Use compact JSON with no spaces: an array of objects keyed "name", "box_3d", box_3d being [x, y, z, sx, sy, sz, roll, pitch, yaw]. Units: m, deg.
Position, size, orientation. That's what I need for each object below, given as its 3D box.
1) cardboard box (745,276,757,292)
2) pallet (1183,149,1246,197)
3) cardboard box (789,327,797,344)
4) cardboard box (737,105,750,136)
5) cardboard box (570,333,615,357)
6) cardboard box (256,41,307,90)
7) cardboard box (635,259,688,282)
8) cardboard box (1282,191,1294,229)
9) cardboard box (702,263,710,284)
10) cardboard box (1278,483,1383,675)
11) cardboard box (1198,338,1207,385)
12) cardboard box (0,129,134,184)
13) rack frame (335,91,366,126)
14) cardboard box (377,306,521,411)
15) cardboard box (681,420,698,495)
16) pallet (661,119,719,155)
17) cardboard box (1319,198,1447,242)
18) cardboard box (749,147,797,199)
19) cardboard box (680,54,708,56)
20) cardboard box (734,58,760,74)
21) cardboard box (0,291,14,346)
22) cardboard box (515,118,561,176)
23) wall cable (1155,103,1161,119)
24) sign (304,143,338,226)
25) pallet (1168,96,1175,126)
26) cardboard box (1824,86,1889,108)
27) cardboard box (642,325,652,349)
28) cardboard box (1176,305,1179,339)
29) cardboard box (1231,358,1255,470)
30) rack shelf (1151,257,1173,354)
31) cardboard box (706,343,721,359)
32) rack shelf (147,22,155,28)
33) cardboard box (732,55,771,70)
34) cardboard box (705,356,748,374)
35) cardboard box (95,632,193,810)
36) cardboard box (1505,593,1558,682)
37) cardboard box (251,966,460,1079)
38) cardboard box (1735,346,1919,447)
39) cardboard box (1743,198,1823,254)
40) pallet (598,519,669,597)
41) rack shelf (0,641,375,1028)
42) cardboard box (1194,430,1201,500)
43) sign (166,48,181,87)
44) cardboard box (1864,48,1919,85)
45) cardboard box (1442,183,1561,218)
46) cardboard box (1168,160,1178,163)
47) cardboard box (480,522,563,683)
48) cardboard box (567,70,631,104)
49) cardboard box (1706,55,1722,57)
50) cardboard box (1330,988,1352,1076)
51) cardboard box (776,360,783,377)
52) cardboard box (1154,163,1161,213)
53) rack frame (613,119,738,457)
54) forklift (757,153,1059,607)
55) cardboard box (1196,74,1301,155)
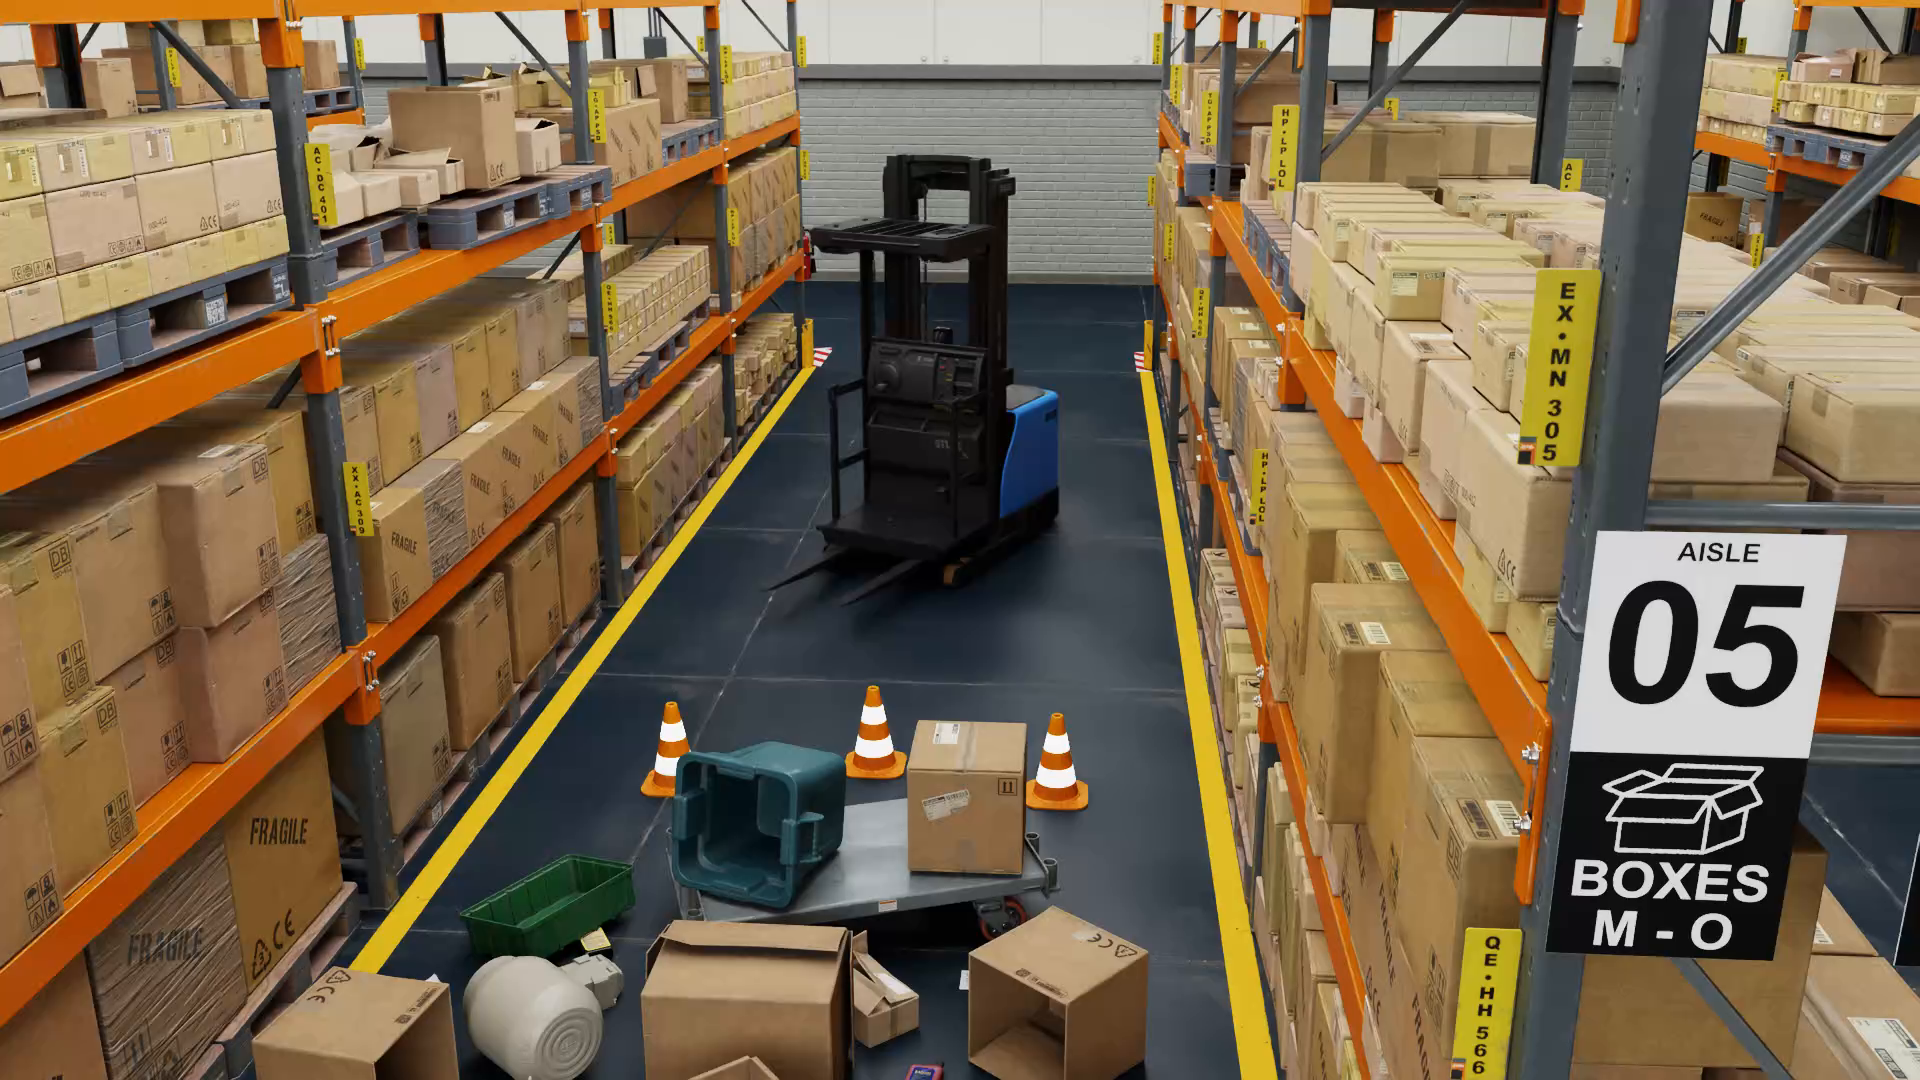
[{"name":"cardboard box","box_3d":[-2.188,-2.509,16.165,0.380,0.149,0.250,2,18,5]},{"name":"pallet","box_3d":[2.097,-2.436,11.025,1.213,0.211,1.003,2,18,6]},{"name":"cardboard box","box_3d":[-2.021,-2.278,18.485,0.380,0.149,0.250,1,18,2]},{"name":"cardboard box","box_3d":[-2.231,-3.868,15.334,0.500,0.250,0.500,1,18,3]},{"name":"cardboard box","box_3d":[-2.606,-1.345,11.462,0.380,0.149,0.250,2,18,6]},{"name":"cardboard box","box_3d":[-7.352,-4.990,17.521,0.700,0.500,0.500,1,18,2]},{"name":"cardboard box","box_3d":[-2.446,-2.209,13.621,0.380,0.149,0.250,1,18,4]},{"name":"cardboard box","box_3d":[1.755,-1.552,7.591,0.500,0.250,0.500,2,18,5]},{"name":"cardboard box","box_3d":[-2.386,-2.314,14.418,0.380,0.149,0.250,2,18,6]},{"name":"cardboard box","box_3d":[1.447,0.125,5.481,0.700,0.500,0.500,1,18,3]},{"name":"cardboard box","box_3d":[1.885,-1.221,11.271,0.500,0.250,0.500,1,18,4]},{"name":"cardboard box","box_3d":[-2.908,-1.232,5.337,0.380,0.149,0.250,1,18,4]},{"name":"rack frame","box_3d":[-7.208,-3.605,19.107,1.000,3.000,0.127,1,18,4]},{"name":"cardboard box","box_3d":[-2.953,-1.045,9.528,0.700,0.500,0.500,1,18,3]},{"name":"cardboard box","box_3d":[-2.434,-0.678,13.515,0.500,0.500,0.500,1,18,3]},{"name":"pallet","box_3d":[-2.705,-3.367,13.866,1.213,0.211,1.003,1,18,4]},{"name":"cardboard box","box_3d":[1.451,-1.088,5.731,0.380,0.149,0.250,1,18,2]},{"name":"cardboard box","box_3d":[-2.052,-3.979,18.005,0.500,0.500,0.500,1,18,3]},{"name":"cardboard box","box_3d":[-2.665,-4.911,17.075,0.380,0.149,0.250,2,18,5]},{"name":"cardboard box","box_3d":[-2.144,-4.575,16.049,0.380,0.149,0.250,1,18,2]},{"name":"cardboard box","box_3d":[-2.962,-0.617,4.739,0.380,0.149,0.250,1,18,4]},{"name":"cardboard box","box_3d":[-2.617,-2.277,9.545,0.500,0.311,0.500,1,18,4]},{"name":"wall cable","box_3d":[3.058,-5.633,23.615,0.585,1.953,0.123,1,18,4]},{"name":"sign","box_3d":[-2.574,-1.432,6.703,0.100,0.325,0.005,1,18,4]},{"name":"pallet","box_3d":[2.549,-4.156,16.115,1.003,0.211,1.213,1,18,4]},{"name":"cardboard box","box_3d":[6.882,-3.400,12.756,0.380,0.149,0.250,1,18,3]},{"name":"cardboard box","box_3d":[-2.535,-1.526,12.493,0.380,0.149,0.250,2,18,6]},{"name":"cardboard box","box_3d":[2.060,-1.778,13.774,0.500,0.250,0.500,1,18,3]},{"name":"cardboard box","box_3d":[1.735,-0.670,8.839,0.500,0.500,0.500,1,18,2]},{"name":"rack shelf","box_3d":[2.533,-2.420,16.648,1.077,0.370,4.000,1,18,4]},{"name":"cardboard box","box_3d":[-2.641,-1.946,16.992,0.380,0.149,0.250,1,18,4]},{"name":"rack shelf","box_3d":[-7.638,-4.060,12.660,1.077,0.370,4.000,1,18,4]},{"name":"cardboard box","box_3d":[-2.121,-4.818,16.790,0.380,0.149,0.250,1,18,3]},{"name":"cardboard box","box_3d":[-2.279,-1.695,16.229,0.380,0.149,0.250,1,18,2]},{"name":"cardboard box","box_3d":[-3.315,0.644,5.898,0.875,0.550,0.550,1,18,4]},{"name":"cardboard box","box_3d":[1.276,0.163,3.195,0.380,0.149,0.250,1,18,4]},{"name":"cardboard box","box_3d":[-2.216,1.956,6.146,0.500,0.500,0.500,4,19,13]},{"name":"cardboard box","box_3d":[1.761,-0.284,3.277,0.380,0.149,0.250,1,18,4]},{"name":"cardboard box","box_3d":[7.713,-2.914,15.559,0.500,0.500,0.500,1,18,2]},{"name":"pallet","box_3d":[-2.784,0.105,12.265,1.003,0.211,1.213,1,18,4]},{"name":"rack shelf","box_3d":[-3.271,1.227,5.515,1.077,0.370,4.000,1,18,4]},{"name":"cardboard box","box_3d":[2.368,-0.856,13.456,0.875,0.875,0.875,2,18,6]},{"name":"sign","box_3d":[-6.952,-4.174,14.691,0.100,0.325,0.005,1,18,4]},{"name":"cardboard box","box_3d":[7.402,-3.743,13.138,0.396,0.266,0.258,1,18,4]},{"name":"cardboard box","box_3d":[2.012,-1.238,6.190,0.380,0.149,0.250,2,18,5]},{"name":"cardboard box","box_3d":[2.268,-3.708,16.613,0.380,0.149,0.250,1,18,4]},{"name":"cardboard box","box_3d":[-3.034,0.350,9.975,1.050,0.750,0.750,2,18,5]},{"name":"cardboard box","box_3d":[-2.521,-3.174,11.586,0.396,0.266,0.258,1,18,4]},{"name":"cardboard box","box_3d":[7.290,-4.717,16.645,0.500,0.250,0.500,1,18,4]},{"name":"cardboard box","box_3d":[1.328,1.498,5.028,0.380,0.149,0.250,2,18,6]},{"name":"cardboard box","box_3d":[-2.080,-1.819,17.562,0.380,0.149,0.250,0,18,1]},{"name":"cardboard box","box_3d":[2.358,-3.763,17.825,0.500,0.500,0.500,1,18,3]},{"name":"rack frame","box_3d":[-2.554,-2.220,14.882,1.000,3.000,0.127,1,18,4]},{"name":"forklift","box_3d":[-0.353,-1.212,11.916,1.130,2.935,3.031,10,20,27]},{"name":"cardboard box","box_3d":[1.985,-2.883,11.252,0.700,0.500,0.500,0,18,1]}]
